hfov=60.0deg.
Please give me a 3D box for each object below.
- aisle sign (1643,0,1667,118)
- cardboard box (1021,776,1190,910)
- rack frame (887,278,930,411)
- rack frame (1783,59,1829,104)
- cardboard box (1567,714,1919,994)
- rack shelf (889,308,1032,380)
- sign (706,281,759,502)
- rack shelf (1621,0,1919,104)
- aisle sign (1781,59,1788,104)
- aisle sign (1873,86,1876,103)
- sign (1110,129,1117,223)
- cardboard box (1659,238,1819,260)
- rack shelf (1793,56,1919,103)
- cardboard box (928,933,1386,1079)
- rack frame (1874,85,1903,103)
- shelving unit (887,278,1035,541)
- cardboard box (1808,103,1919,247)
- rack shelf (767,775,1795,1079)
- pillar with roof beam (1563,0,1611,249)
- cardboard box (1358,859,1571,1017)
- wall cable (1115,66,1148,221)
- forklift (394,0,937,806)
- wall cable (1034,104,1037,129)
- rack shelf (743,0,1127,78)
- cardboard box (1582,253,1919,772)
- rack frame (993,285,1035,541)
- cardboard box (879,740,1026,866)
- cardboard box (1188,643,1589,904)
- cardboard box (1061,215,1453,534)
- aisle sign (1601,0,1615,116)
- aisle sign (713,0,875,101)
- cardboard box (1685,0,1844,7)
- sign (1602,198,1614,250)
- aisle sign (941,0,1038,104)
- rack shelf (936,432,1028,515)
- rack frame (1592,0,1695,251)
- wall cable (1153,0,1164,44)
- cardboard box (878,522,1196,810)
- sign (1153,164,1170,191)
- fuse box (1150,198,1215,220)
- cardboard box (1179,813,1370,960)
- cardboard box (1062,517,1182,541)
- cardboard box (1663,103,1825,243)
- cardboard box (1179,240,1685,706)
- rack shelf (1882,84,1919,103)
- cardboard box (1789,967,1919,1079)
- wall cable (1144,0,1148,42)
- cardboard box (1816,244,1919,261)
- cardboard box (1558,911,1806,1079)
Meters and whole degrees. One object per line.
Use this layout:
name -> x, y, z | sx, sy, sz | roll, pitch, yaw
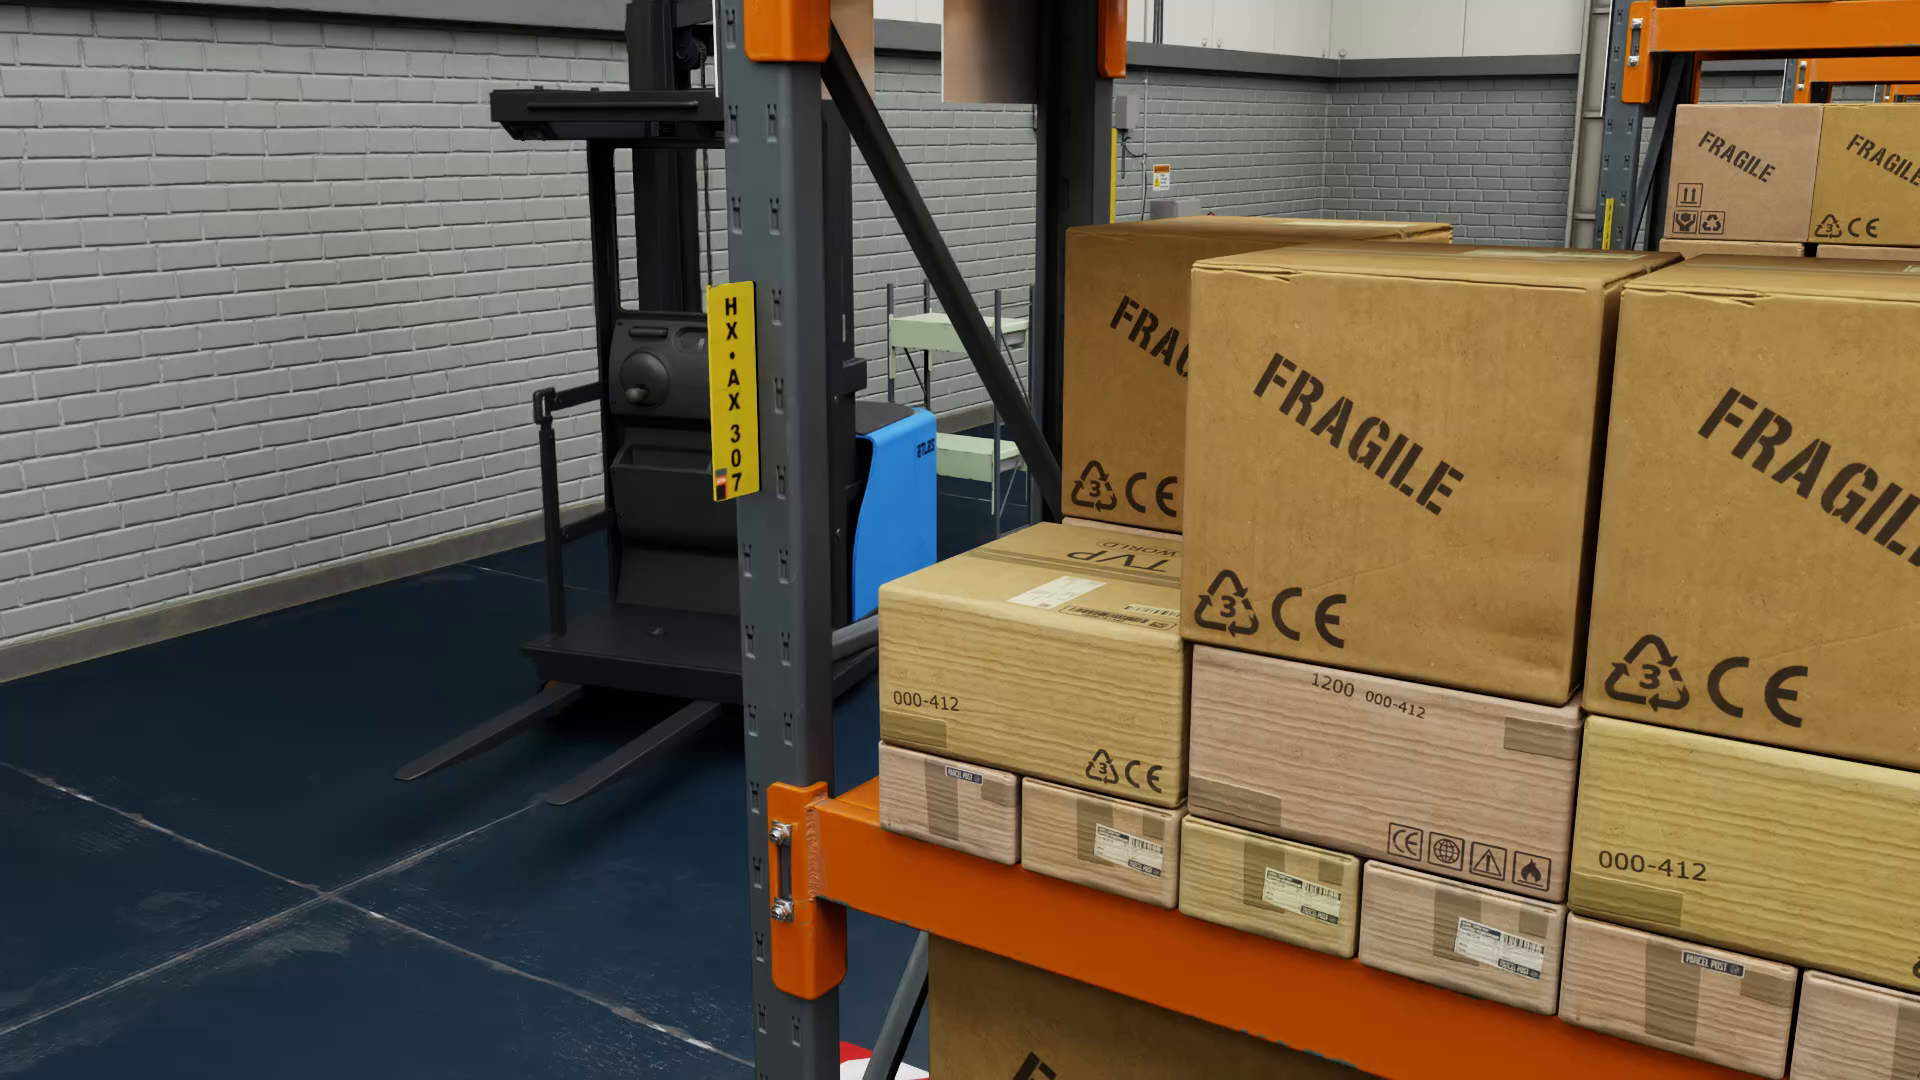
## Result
aisle sign -> 2.930, -2.184, 6.992 | 0.004, 0.787, 0.394 | 9, 17, 33
cardboard box -> 0.295, 0.393, 2.517 | 0.250, 0.149, 0.380 | 9, 16, 32
rack frame -> -0.298, -0.776, 9.838 | 0.023, 1.500, 0.400 | 9, 17, 33
rack frame -> 5.502, -1.853, 11.065 | 0.127, 3.000, 1.000 | 9, 17, 33
cardboard box -> 1.069, 0.306, 2.036 | 0.500, 0.250, 0.500 | 9, 16, 31
rack shelf -> 0.006, -1.106, 9.546 | 0.720, 0.370, 0.431 | 9, 17, 33
sign -> -0.344, -0.225, 2.525 | 0.005, 0.325, 0.100 | 9, 17, 33
rack shelf -> 4.483, -1.691, 5.665 | 4.000, 0.370, 1.077 | 9, 17, 33
aisle sign -> 5.280, -3.066, 10.558 | 0.004, 0.787, 0.394 | 9, 17, 33
aisle sign -> 8.048, -4.055, 14.553 | 0.004, 0.787, 0.394 | 9, 17, 33
sign -> 0.285, -0.660, 3.344 | 0.005, 0.325, 0.100 | 9, 17, 33
cardboard box -> 3.041, -0.930, 6.509 | 0.500, 0.500, 0.500 | 10, 17, 35
rack shelf -> 7.161, -2.691, 9.707 | 4.000, 0.370, 1.077 | 9, 17, 33
cardboard box -> 0.547, 1.021, 3.005 | 0.875, 0.875, 0.875 | 9, 17, 33
rack frame -> 8.269, -2.843, 15.065 | 0.127, 3.000, 1.000 | 9, 17, 33
shelving unit -> 0.006, -0.727, 9.639 | 0.755, 1.500, 0.431 | 9, 17, 33
cardboard box -> 3.470, -1.351, 6.130 | 0.500, 0.500, 0.500 | 10, 17, 34
rack shelf -> 1.631, 0.741, 2.085 | 4.000, 0.370, 1.077 | 9, 17, 33
pillar with roof beam -> 4.132, -5.438, 13.063 | 0.400, 9.000, 9.100 | 9, 17, 33
cardboard box -> 0.725, 0.462, 2.238 | 0.250, 0.149, 0.380 | 9, 16, 32
wall cable -> 1.592, -3.382, 15.127 | 0.122, 1.984, 0.588 | 9, 17, 33
forklift -> -1.084, -0.713, 6.603 | 1.130, 2.935, 3.031 | 5, 15, 20
wall cable -> 0.810, -3.113, 13.975 | 0.123, 1.953, 0.585 | 9, 17, 33
rack shelf -> 1.631, -0.715, 1.725 | 4.000, 0.370, 1.077 | 9, 17, 33
cardboard box -> 1.067, -0.059, 1.951 | 0.500, 0.500, 0.500 | 9, 16, 31
rack frame -> 0.309, -0.678, 9.441 | 0.023, 1.500, 0.400 | 9, 17, 33
cardboard box -> 0.081, 0.359, 2.655 | 0.250, 0.149, 0.380 | 9, 17, 33
cardboard box -> 0.654, 0.238, 2.311 | 0.500, 0.250, 0.500 | 9, 16, 32
cardboard box -> 0.522, -0.299, 2.922 | 0.500, 0.500, 0.500 | 9, 17, 33
aisle sign -> 2.595, -2.064, 6.508 | 0.004, 0.787, 0.394 | 9, 17, 33
aisle sign -> -0.256, -1.088, 2.568 | 0.004, 0.787, 0.394 | 9, 17, 33
cardboard box -> 3.053, -2.124, 6.231 | 0.500, 0.250, 0.500 | 10, 17, 35
sign -> 2.520, -1.164, 6.482 | 0.005, 0.325, 0.100 | 9, 17, 33
aisle sign -> 0.079, -1.208, 3.051 | 0.004, 0.787, 0.394 | 9, 17, 33
rack shelf -> 0.006, -0.411, 9.718 | 0.720, 0.370, 0.431 | 9, 17, 33
rack frame -> 2.823, -0.852, 7.023 | 0.127, 3.000, 1.000 | 9, 17, 33
wall cable -> 2.633, -6.190, 16.022 | 0.133, 3.039, 2.988 | 9, 17, 33
cardboard box -> 0.219, 0.170, 2.587 | 0.500, 0.250, 0.500 | 9, 16, 31
sign -> 1.901, -3.421, 15.682 | 0.001, 0.242, 0.339 | 9, 17, 33
fuse box -> 2.103, -2.378, 15.868 | 0.414, 1.711, 0.539 | 9, 17, 33
cardboard box -> 0.508, 0.427, 2.378 | 0.250, 0.149, 0.380 | 9, 16, 31
cardboard box -> 0.521, 0.064, 3.016 | 0.500, 0.250, 0.500 | 9, 16, 32
cardboard box -> 3.047, -1.417, 6.398 | 0.500, 0.500, 0.500 | 9, 17, 32
cardboard box -> 0.633, -0.127, 2.226 | 0.500, 0.500, 0.500 | 9, 16, 31
rack shelf -> 9.928, -3.681, 13.707 | 4.000, 0.370, 1.077 | 9, 17, 33
cardboard box -> 1.150, 0.531, 1.960 | 0.250, 0.149, 0.380 | 9, 16, 32
wall cable -> 1.047, -5.621, 13.803 | 0.029, 3.000, 2.355 | 9, 17, 33
cardboard box -> 3.500, -0.863, 6.240 | 0.500, 0.500, 0.500 | 9, 17, 33
cardboard box -> 0.935, 0.496, 2.099 | 0.250, 0.149, 0.380 | 9, 16, 32
